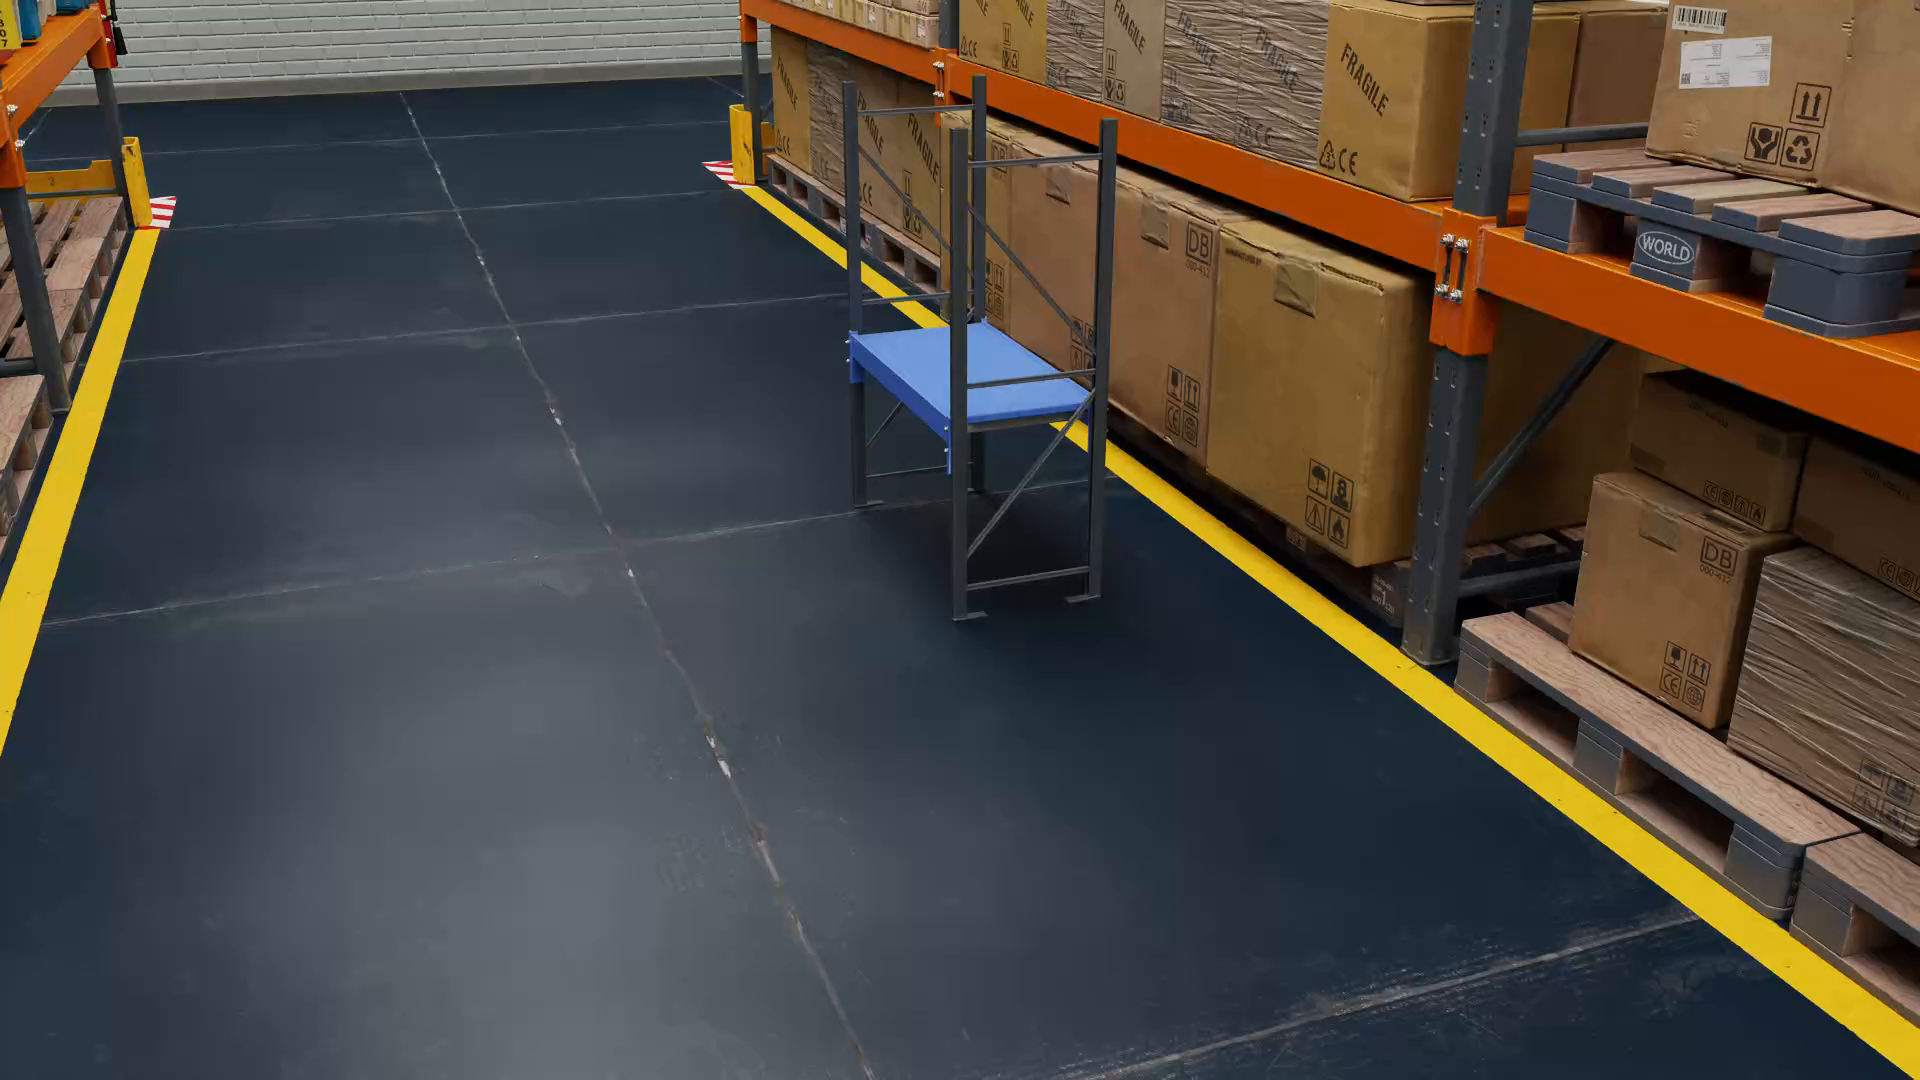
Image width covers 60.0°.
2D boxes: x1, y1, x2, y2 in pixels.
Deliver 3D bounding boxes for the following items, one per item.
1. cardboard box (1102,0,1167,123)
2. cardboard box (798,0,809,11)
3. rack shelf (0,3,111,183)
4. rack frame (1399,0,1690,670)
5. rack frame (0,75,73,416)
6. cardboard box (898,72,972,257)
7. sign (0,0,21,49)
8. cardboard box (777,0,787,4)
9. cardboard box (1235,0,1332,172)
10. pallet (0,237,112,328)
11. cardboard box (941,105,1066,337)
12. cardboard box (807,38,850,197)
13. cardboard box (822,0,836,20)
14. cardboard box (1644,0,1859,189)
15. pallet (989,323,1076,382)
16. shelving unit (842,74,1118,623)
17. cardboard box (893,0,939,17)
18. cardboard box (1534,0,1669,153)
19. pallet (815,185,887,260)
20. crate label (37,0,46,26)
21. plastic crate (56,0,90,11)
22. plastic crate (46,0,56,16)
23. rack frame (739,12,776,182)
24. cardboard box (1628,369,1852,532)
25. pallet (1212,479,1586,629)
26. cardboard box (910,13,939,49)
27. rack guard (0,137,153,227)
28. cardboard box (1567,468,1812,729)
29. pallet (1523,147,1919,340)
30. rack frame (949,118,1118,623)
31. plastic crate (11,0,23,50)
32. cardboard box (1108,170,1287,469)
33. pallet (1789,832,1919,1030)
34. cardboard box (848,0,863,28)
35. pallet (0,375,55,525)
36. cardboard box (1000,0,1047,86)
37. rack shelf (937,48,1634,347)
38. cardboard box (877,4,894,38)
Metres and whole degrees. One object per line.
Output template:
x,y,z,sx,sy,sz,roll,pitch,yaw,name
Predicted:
0.858,-1.842,6.128,0.500,0.500,0.500,-8,24,-18,cardboard box
-0.752,-3.245,9.910,0.380,0.149,0.250,-9,24,-20,cardboard box
-4.953,-2.264,8.186,1.077,0.370,4.000,-8,24,-19,rack shelf
1.801,-1.095,4.486,1.000,3.000,0.127,-8,24,-19,rack frame
-4.246,-1.869,6.322,1.000,3.000,0.127,-8,24,-19,rack frame
0.229,-2.014,8.860,0.875,0.875,0.875,-8,24,-19,cardboard box
-3.731,-2.071,6.446,0.100,0.325,0.005,-8,24,-19,sign
-0.933,-3.431,10.352,0.380,0.149,0.250,-9,24,-20,cardboard box
1.224,-1.468,5.243,0.500,0.500,0.500,-9,24,-19,cardboard box
-4.977,-1.290,8.538,1.003,0.211,1.213,-8,24,-19,pallet
0.632,-1.533,7.720,1.225,0.875,0.875,-8,24,-19,cardboard box
-0.403,-2.664,10.403,0.875,0.875,0.875,-8,24,-19,cardboard box
-0.570,-3.058,9.467,0.380,0.149,0.250,-8,24,-18,cardboard box
2.029,-1.144,3.932,0.500,0.500,0.500,-12,25,-25,cardboard box
0.731,-0.993,7.835,1.003,0.211,1.213,-8,24,-19,pallet
0.030,-0.660,5.385,0.538,1.500,1.048,-8,24,-19,shelving unit
-0.014,-2.741,8.201,0.500,0.250,0.500,-9,24,-20,cardboard box
1.883,-1.355,4.974,0.500,0.500,0.500,-8,24,-17,cardboard box
-0.243,-1.994,10.210,1.003,0.211,1.213,-8,24,-19,pallet
-4.992,-2.752,8.679,0.396,0.136,0.243,-8,24,-19,crate label
-5.366,-3.270,9.524,0.616,0.435,0.499,-8,24,-19,plastic crate
-5.202,-2.957,9.166,0.396,0.136,0.243,-8,24,-19,plastic crate
-1.026,-4.002,11.383,1.000,3.000,0.127,-8,24,-19,rack frame
2.065,-0.252,4.172,0.500,0.250,0.500,-7,24,-17,cardboard box
1.593,-0.107,5.732,1.003,0.211,1.213,-8,24,-19,pallet
-0.027,-2.498,8.139,0.380,0.149,0.250,-8,24,-19,cardboard box
-5.680,-2.177,10.272,1.175,0.500,0.348,-8,24,-19,rack guard
2.056,0.095,4.315,0.700,0.500,0.500,-10,25,-22,cardboard box
2.152,-0.762,3.943,1.213,0.211,1.003,-8,24,-19,pallet
0.210,-0.475,4.947,0.500,1.500,0.032,-8,24,-19,rack frame
-4.613,-2.422,7.710,0.437,0.282,0.530,-8,24,-19,plastic crate
1.269,-0.888,6.190,1.225,0.875,0.875,-8,24,-19,cardboard box
2.502,0.917,3.303,1.003,0.211,1.213,-8,24,-19,pallet
-0.391,-2.872,9.026,0.380,0.149,0.250,-8,24,-18,cardboard box
-4.013,-0.298,6.185,1.003,0.211,1.213,-8,24,-19,pallet
0.495,-2.210,7.004,0.500,0.500,0.500,-8,24,-19,cardboard box
1.094,-1.490,6.350,1.077,0.370,4.000,-8,24,-19,rack shelf
-0.208,-2.685,8.582,0.380,0.149,0.250,-9,24,-20,cardboard box
